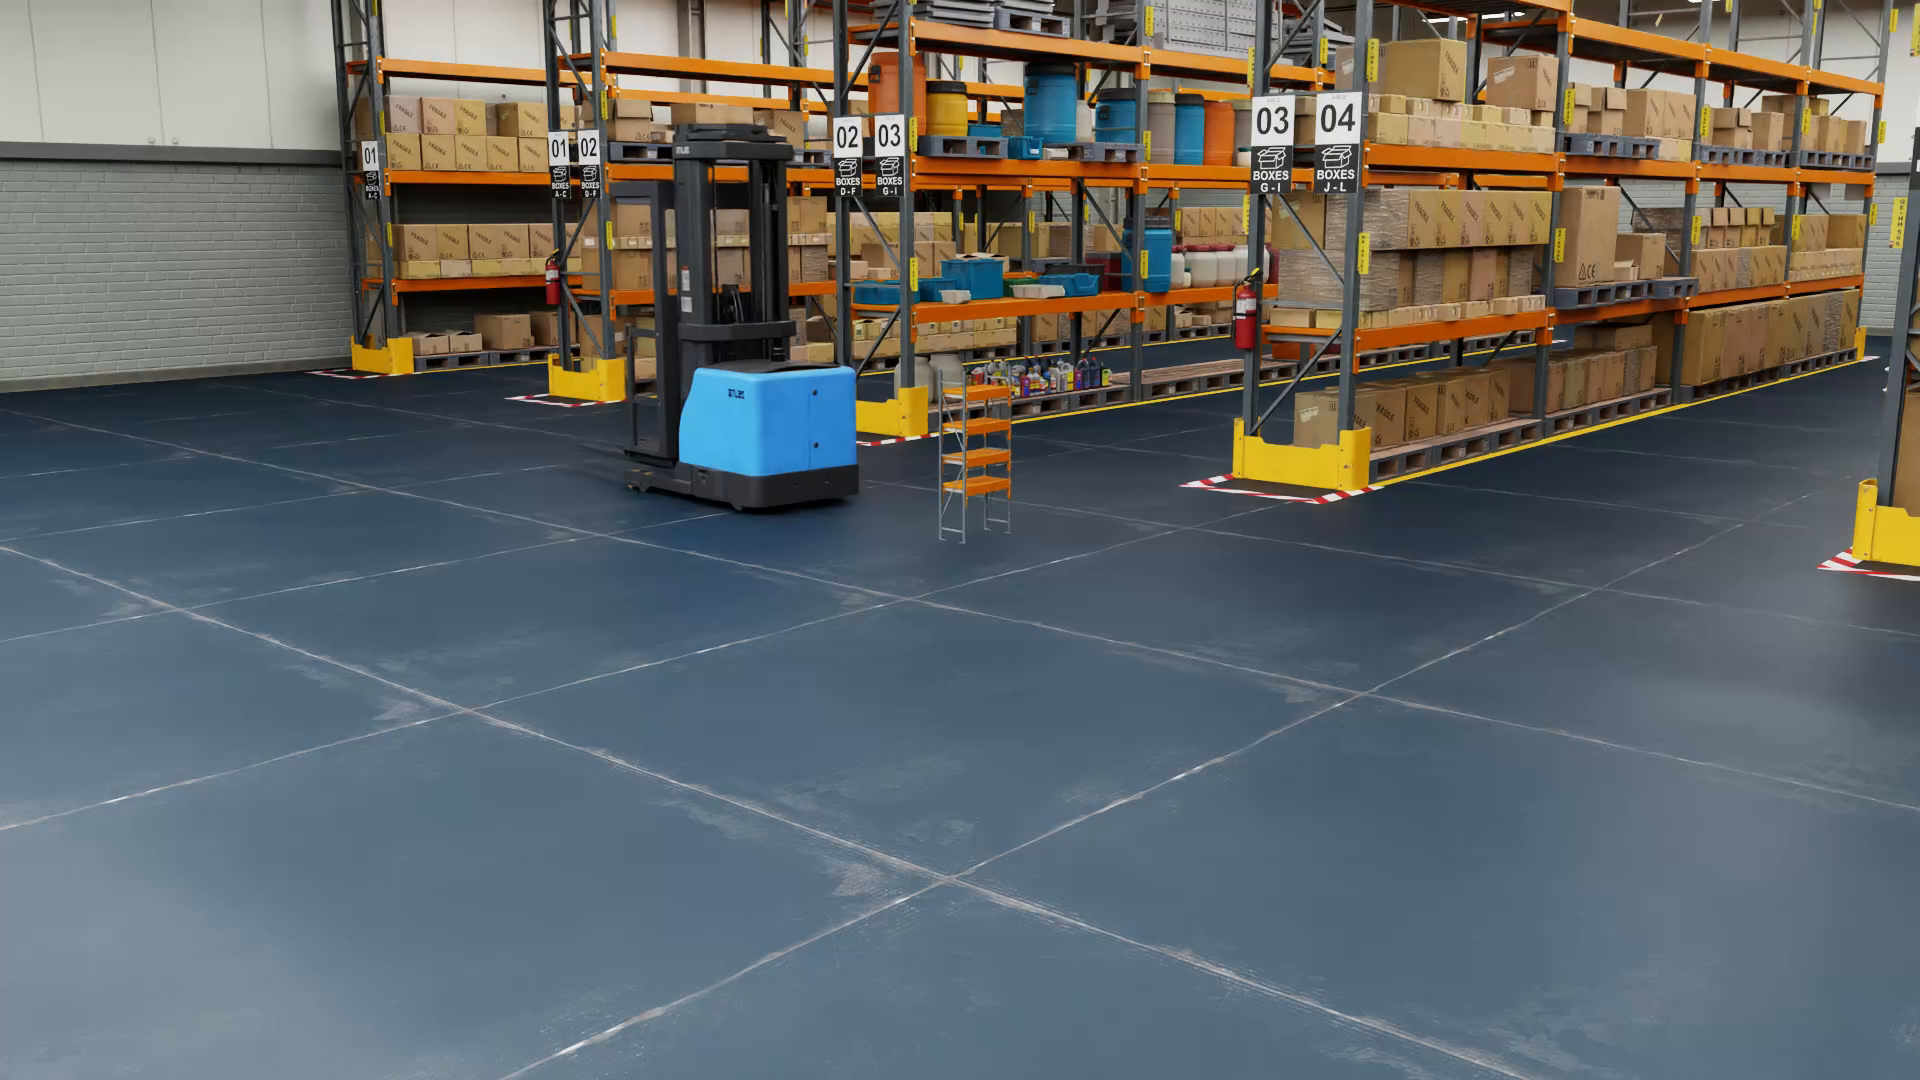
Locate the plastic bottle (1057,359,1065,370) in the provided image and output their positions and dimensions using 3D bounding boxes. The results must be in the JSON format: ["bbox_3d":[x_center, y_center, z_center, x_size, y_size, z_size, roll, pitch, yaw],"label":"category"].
[{"bbox_3d":[1.227,-2.076,20.287,0.097,0.271,0.097,0,11,0],"label":"plastic bottle"}]

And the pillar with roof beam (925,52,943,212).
[{"bbox_3d":[2.652,-8.246,30.021,9.100,9.000,0.548,10,15,40],"label":"pillar with roof beam"}]

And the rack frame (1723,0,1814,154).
[{"bbox_3d":[10.769,-6.666,22.113,1.000,3.000,0.127,10,15,40],"label":"rack frame"}]

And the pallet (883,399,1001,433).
[{"bbox_3d":[-0.318,-1.368,18.022,1.003,0.211,1.213,10,15,40],"label":"pallet"}]

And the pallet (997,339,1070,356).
[{"bbox_3d":[1.210,-3.155,26.968,1.003,0.211,1.213,10,15,40],"label":"pallet"}]

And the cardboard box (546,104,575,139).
[{"bbox_3d":[-6.158,-6.298,25.066,0.500,0.500,0.500,11,16,43],"label":"cardboard box"}]

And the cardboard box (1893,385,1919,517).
[{"bbox_3d":[6.904,-0.575,11.285,0.875,0.875,0.875,10,15,41],"label":"cardboard box"}]

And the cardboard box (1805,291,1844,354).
[{"bbox_3d":[12.446,-3.239,24.621,0.875,0.875,0.875,10,15,40],"label":"cardboard box"}]

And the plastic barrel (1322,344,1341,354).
[{"bbox_3d":[5.463,-3.040,24.359,0.600,0.588,0.708,10,15,40],"label":"plastic barrel"}]

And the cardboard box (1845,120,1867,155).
[{"bbox_3d":[13.106,-6.005,24.875,0.700,0.500,0.500,9,14,37],"label":"cardboard box"}]

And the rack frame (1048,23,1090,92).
[{"bbox_3d":[2.247,-9.176,34.679,1.000,3.000,0.127,10,15,40],"label":"rack frame"}]

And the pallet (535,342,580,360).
[{"bbox_3d":[-6.092,-2.998,26.183,1.003,0.211,1.213,10,15,40],"label":"pallet"}]

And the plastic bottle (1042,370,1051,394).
[{"bbox_3d":[0.984,-1.799,18.901,0.097,0.271,0.097,0,11,0],"label":"plastic bottle"}]

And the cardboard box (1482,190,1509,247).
[{"bbox_3d":[4.737,-2.984,15.425,0.500,0.500,0.500,10,15,40],"label":"cardboard box"}]

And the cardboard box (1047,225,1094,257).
[{"bbox_3d":[1.767,-4.890,27.206,0.500,0.500,0.700,-9,14,-37],"label":"cardboard box"}]

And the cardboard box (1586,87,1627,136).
[{"bbox_3d":[6.494,-4.470,17.440,0.797,0.503,0.637,11,15,43],"label":"cardboard box"}]

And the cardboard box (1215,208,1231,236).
[{"bbox_3d":[4.532,-5.730,29.932,0.500,0.500,0.500,9,15,39],"label":"cardboard box"}]

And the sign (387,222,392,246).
[{"bbox_3d":[-7.907,-4.235,23.045,0.100,0.325,0.005,10,15,40],"label":"sign"}]

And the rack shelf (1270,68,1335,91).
[{"bbox_3d":[5.728,-6.464,23.956,1.077,0.370,4.000,10,15,40],"label":"rack shelf"}]

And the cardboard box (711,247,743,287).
[{"bbox_3d":[-3.254,-3.585,21.745,0.700,0.500,0.500,10,15,42],"label":"cardboard box"}]

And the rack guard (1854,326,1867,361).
[{"bbox_3d":[13.425,-3.091,25.910,1.175,0.500,0.348,10,15,40],"label":"rack guard"}]

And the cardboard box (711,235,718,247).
[{"bbox_3d":[-3.322,-3.827,21.303,0.380,0.149,0.250,10,15,40],"label":"cardboard box"}]

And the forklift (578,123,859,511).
[{"bbox_3d":[-2.155,-1.891,13.696,1.130,2.935,3.031,-10,15,-41],"label":"forklift"}]

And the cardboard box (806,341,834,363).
[{"bbox_3d":[-2.093,-2.590,22.968,0.500,0.250,0.500,10,15,40],"label":"cardboard box"}]

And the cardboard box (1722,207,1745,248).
[{"bbox_3d":[9.493,-3.978,21.151,0.797,0.503,0.637,10,15,42],"label":"cardboard box"}]

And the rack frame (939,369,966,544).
[{"bbox_3d":[-0.052,-0.577,11.536,0.240,1.200,0.015,10,15,40],"label":"rack frame"}]

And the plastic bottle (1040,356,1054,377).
[{"bbox_3d":[1.031,-2.021,19.811,0.144,0.351,0.185,10,15,40],"label":"plastic bottle"}]

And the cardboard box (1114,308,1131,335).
[{"bbox_3d":[2.555,-3.741,28.041,0.500,0.500,0.500,10,15,41],"label":"cardboard box"}]

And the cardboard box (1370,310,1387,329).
[{"bbox_3d":[3.394,-1.881,14.113,0.380,0.149,0.250,10,15,40],"label":"cardboard box"}]

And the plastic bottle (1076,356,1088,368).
[{"bbox_3d":[1.450,-1.991,19.663,0.144,0.351,0.185,10,15,40],"label":"plastic bottle"}]

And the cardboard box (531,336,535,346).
[{"bbox_3d":[-6.746,-3.054,25.498,0.380,0.149,0.250,8,14,36],"label":"cardboard box"}]

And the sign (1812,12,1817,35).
[{"bbox_3d":[12.996,-7.863,25.317,0.100,0.325,0.005,10,15,40],"label":"sign"}]

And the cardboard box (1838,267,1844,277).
[{"bbox_3d":[12.748,-3.944,24.443,0.380,0.149,0.250,9,15,39],"label":"cardboard box"}]

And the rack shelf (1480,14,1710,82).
[{"bbox_3d":[6.808,-5.235,17.803,1.077,0.370,4.000,10,15,40],"label":"rack shelf"}]

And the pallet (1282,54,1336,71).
[{"bbox_3d":[4.907,-6.532,22.942,1.213,0.211,1.003,10,15,40],"label":"pallet"}]

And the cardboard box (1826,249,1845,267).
[{"bbox_3d":[12.617,-4.130,24.356,0.500,0.250,0.500,9,14,38],"label":"cardboard box"}]

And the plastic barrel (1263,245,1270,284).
[{"bbox_3d":[3.889,-3.652,22.054,0.421,0.512,0.421,0,11,0],"label":"plastic barrel"}]

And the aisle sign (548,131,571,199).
[{"bbox_3d":[-4.856,-4.544,20.164,0.394,0.787,0.004,10,15,40],"label":"aisle sign"}]

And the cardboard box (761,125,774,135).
[{"bbox_3d":[-2.838,-5.411,22.285,0.500,0.311,0.500,9,14,37],"label":"cardboard box"}]

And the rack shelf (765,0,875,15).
[{"bbox_3d":[-1.714,-9.570,30.004,1.077,0.370,4.000,10,15,40],"label":"rack shelf"}]

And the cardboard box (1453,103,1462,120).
[{"bbox_3d":[4.217,-3.792,14.746,0.380,0.149,0.250,10,15,40],"label":"cardboard box"}]

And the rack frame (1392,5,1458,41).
[{"bbox_3d":[7.048,-7.307,25.319,1.000,3.000,0.127,10,15,40],"label":"rack frame"}]

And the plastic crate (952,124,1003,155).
[{"bbox_3d":[0.159,-4.382,18.375,0.392,0.384,0.575,10,15,40],"label":"plastic crate"}]

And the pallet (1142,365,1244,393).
[{"bbox_3d":[3.062,-2.121,21.794,1.003,0.211,1.213,10,15,40],"label":"pallet"}]

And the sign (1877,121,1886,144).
[{"bbox_3d":[13.807,-6.107,24.913,0.100,0.325,0.005,10,15,40],"label":"sign"}]

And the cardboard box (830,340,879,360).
[{"bbox_3d":[-1.499,-2.714,23.588,0.500,0.250,0.500,9,15,39],"label":"cardboard box"}]

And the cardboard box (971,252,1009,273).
[{"bbox_3d":[0.416,-4.326,25.939,0.500,0.311,0.500,11,16,44],"label":"cardboard box"}]

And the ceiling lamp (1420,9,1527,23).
[{"bbox_3d":[9.619,-11.470,31.258,2.000,3.185,0.800,10,15,40],"label":"ceiling lamp"}]

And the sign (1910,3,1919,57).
[{"bbox_3d":[6.108,-3.241,10.565,0.100,0.325,0.005,10,15,40],"label":"sign"}]

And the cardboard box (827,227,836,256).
[{"bbox_3d":[-2.521,-5.300,29.525,0.500,0.500,0.500,10,15,42],"label":"cardboard box"}]

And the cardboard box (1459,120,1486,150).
[{"bbox_3d":[4.365,-3.620,14.903,0.500,0.250,0.500,10,15,42],"label":"cardboard box"}]

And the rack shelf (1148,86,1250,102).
[{"bbox_3d":[4.650,-7.888,30.073,1.077,0.370,4.000,10,15,40],"label":"rack shelf"}]

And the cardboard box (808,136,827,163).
[{"bbox_3d":[-2.763,-6.871,29.415,0.700,0.500,0.500,8,14,36],"label":"cardboard box"}]

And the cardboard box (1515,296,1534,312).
[{"bbox_3d":[5.394,-2.319,16.306,0.380,0.149,0.250,10,15,40],"label":"cardboard box"}]

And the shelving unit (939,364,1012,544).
[{"bbox_3d":[0.109,-0.613,11.716,0.258,1.200,0.503,10,15,40],"label":"shelving unit"}]
